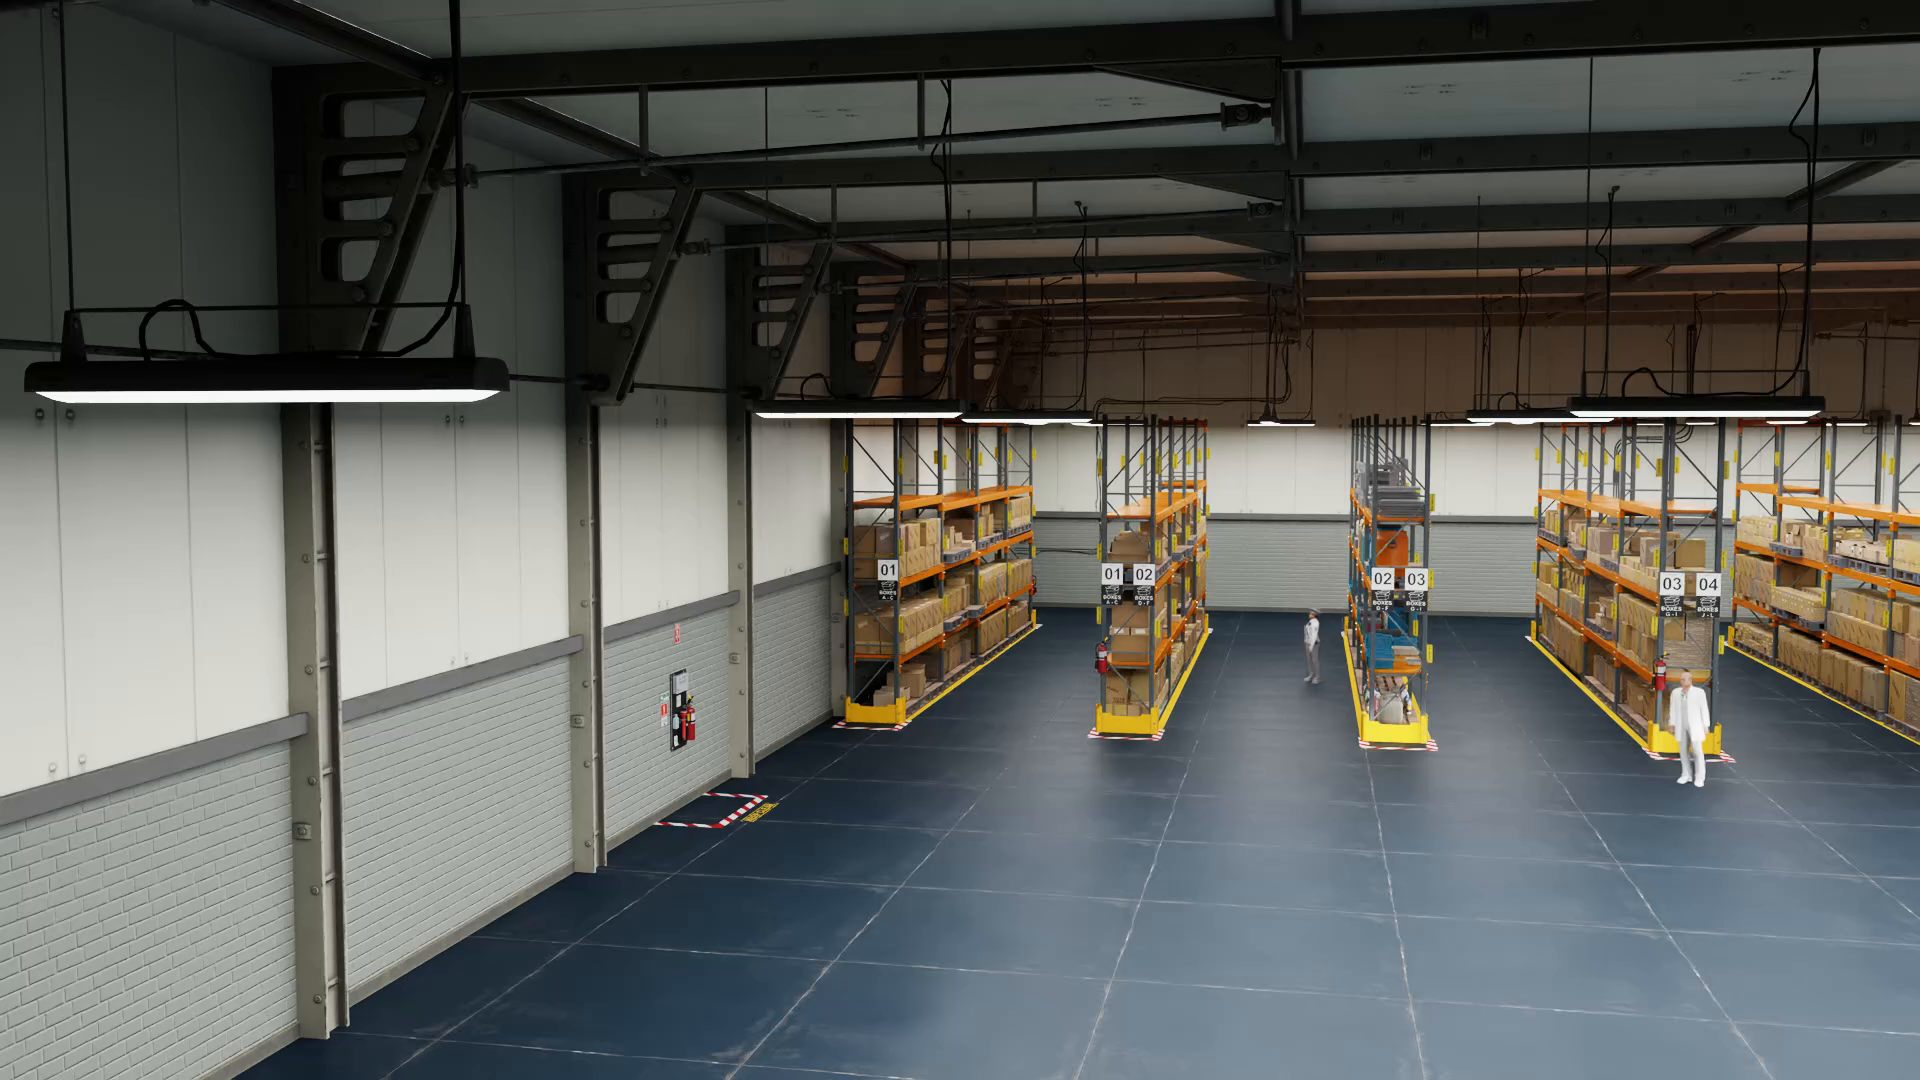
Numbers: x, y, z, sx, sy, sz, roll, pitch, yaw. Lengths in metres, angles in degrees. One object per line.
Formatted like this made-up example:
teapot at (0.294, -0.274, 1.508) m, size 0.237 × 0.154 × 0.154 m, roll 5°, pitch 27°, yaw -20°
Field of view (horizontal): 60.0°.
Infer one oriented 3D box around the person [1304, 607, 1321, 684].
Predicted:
person at (7.979, 2.382, 37.653) m, size 0.390 × 1.724 × 0.470 m, roll -1°, pitch 4°, yaw -17°

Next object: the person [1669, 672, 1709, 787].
person at (11.758, 3.055, 26.892) m, size 0.634 × 1.833 × 0.402 m, roll 4°, pitch 5°, yaw 45°
